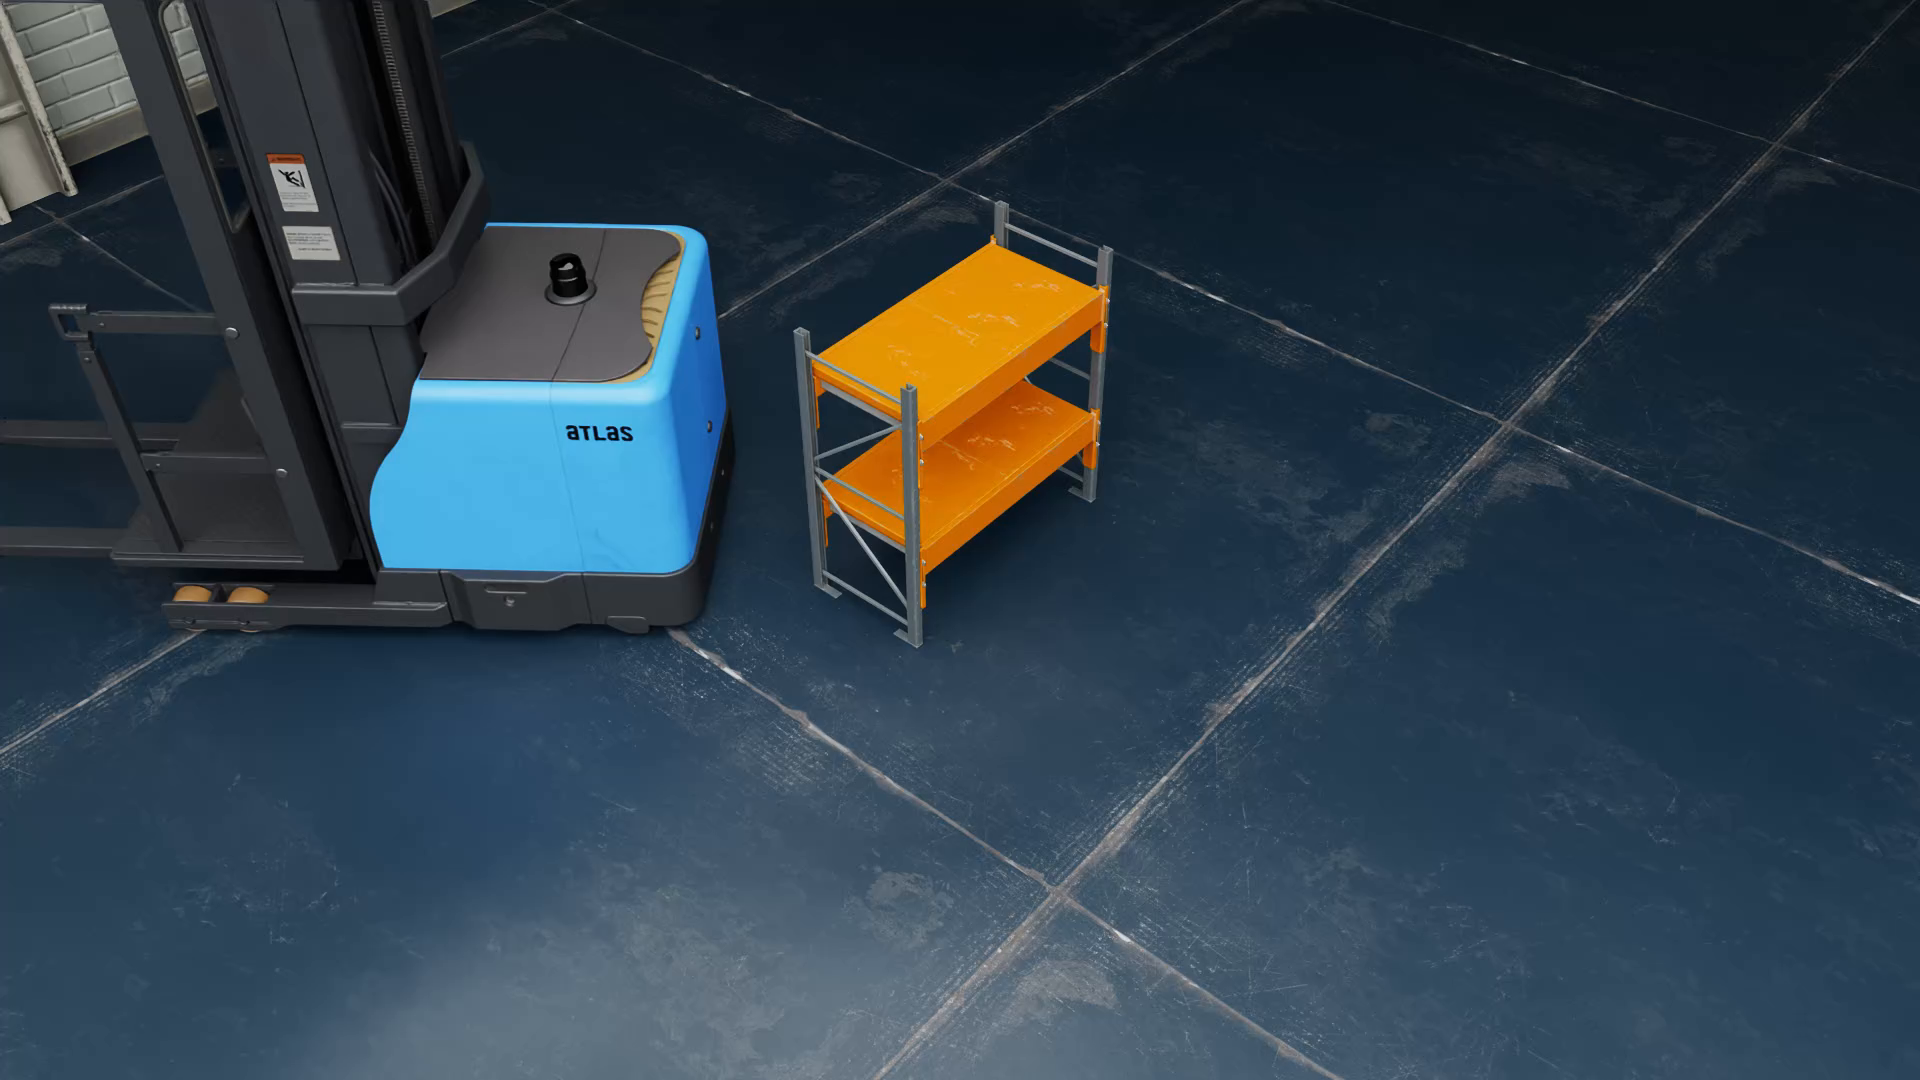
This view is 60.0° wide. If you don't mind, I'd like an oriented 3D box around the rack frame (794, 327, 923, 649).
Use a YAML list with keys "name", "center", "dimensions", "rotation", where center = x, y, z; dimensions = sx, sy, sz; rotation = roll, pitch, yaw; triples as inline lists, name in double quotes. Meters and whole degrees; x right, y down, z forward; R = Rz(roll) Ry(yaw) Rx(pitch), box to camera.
- name: "rack frame"
  center: [-0.332, -0.151, 5.580]
  dimensions: [0.500, 1.125, 0.032]
  rotation: [29, 50, 28]

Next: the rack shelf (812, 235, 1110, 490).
- name: "rack shelf"
  center: [-0.004, -0.629, 5.671]
  dimensions: [0.538, 0.278, 1.000]
  rotation: [29, 50, 28]

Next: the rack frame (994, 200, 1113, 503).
- name: "rack frame"
  center: [0.323, -0.674, 6.156]
  dimensions: [0.500, 1.125, 0.032]
  rotation: [29, 50, 28]

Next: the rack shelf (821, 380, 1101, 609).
- name: "rack shelf"
  center: [-0.004, -0.232, 6.032]
  dimensions: [0.538, 0.278, 1.000]
  rotation: [29, 50, 28]

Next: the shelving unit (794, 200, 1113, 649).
- name: "shelving unit"
  center: [-0.004, -0.413, 5.868]
  dimensions: [0.538, 1.125, 1.048]
  rotation: [29, 50, 28]

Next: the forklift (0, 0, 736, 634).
- name: "forklift"
  center: [-2.405, -1.112, 5.295]
  dimensions: [3.031, 2.935, 1.130]
  rotation: [1, 42, 1]

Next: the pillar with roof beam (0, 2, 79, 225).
- name: "pillar with roof beam"
  center: [-1.247, -3.127, 3.000]
  dimensions: [9.100, 9.000, 0.400]
  rotation: [29, 50, 28]
